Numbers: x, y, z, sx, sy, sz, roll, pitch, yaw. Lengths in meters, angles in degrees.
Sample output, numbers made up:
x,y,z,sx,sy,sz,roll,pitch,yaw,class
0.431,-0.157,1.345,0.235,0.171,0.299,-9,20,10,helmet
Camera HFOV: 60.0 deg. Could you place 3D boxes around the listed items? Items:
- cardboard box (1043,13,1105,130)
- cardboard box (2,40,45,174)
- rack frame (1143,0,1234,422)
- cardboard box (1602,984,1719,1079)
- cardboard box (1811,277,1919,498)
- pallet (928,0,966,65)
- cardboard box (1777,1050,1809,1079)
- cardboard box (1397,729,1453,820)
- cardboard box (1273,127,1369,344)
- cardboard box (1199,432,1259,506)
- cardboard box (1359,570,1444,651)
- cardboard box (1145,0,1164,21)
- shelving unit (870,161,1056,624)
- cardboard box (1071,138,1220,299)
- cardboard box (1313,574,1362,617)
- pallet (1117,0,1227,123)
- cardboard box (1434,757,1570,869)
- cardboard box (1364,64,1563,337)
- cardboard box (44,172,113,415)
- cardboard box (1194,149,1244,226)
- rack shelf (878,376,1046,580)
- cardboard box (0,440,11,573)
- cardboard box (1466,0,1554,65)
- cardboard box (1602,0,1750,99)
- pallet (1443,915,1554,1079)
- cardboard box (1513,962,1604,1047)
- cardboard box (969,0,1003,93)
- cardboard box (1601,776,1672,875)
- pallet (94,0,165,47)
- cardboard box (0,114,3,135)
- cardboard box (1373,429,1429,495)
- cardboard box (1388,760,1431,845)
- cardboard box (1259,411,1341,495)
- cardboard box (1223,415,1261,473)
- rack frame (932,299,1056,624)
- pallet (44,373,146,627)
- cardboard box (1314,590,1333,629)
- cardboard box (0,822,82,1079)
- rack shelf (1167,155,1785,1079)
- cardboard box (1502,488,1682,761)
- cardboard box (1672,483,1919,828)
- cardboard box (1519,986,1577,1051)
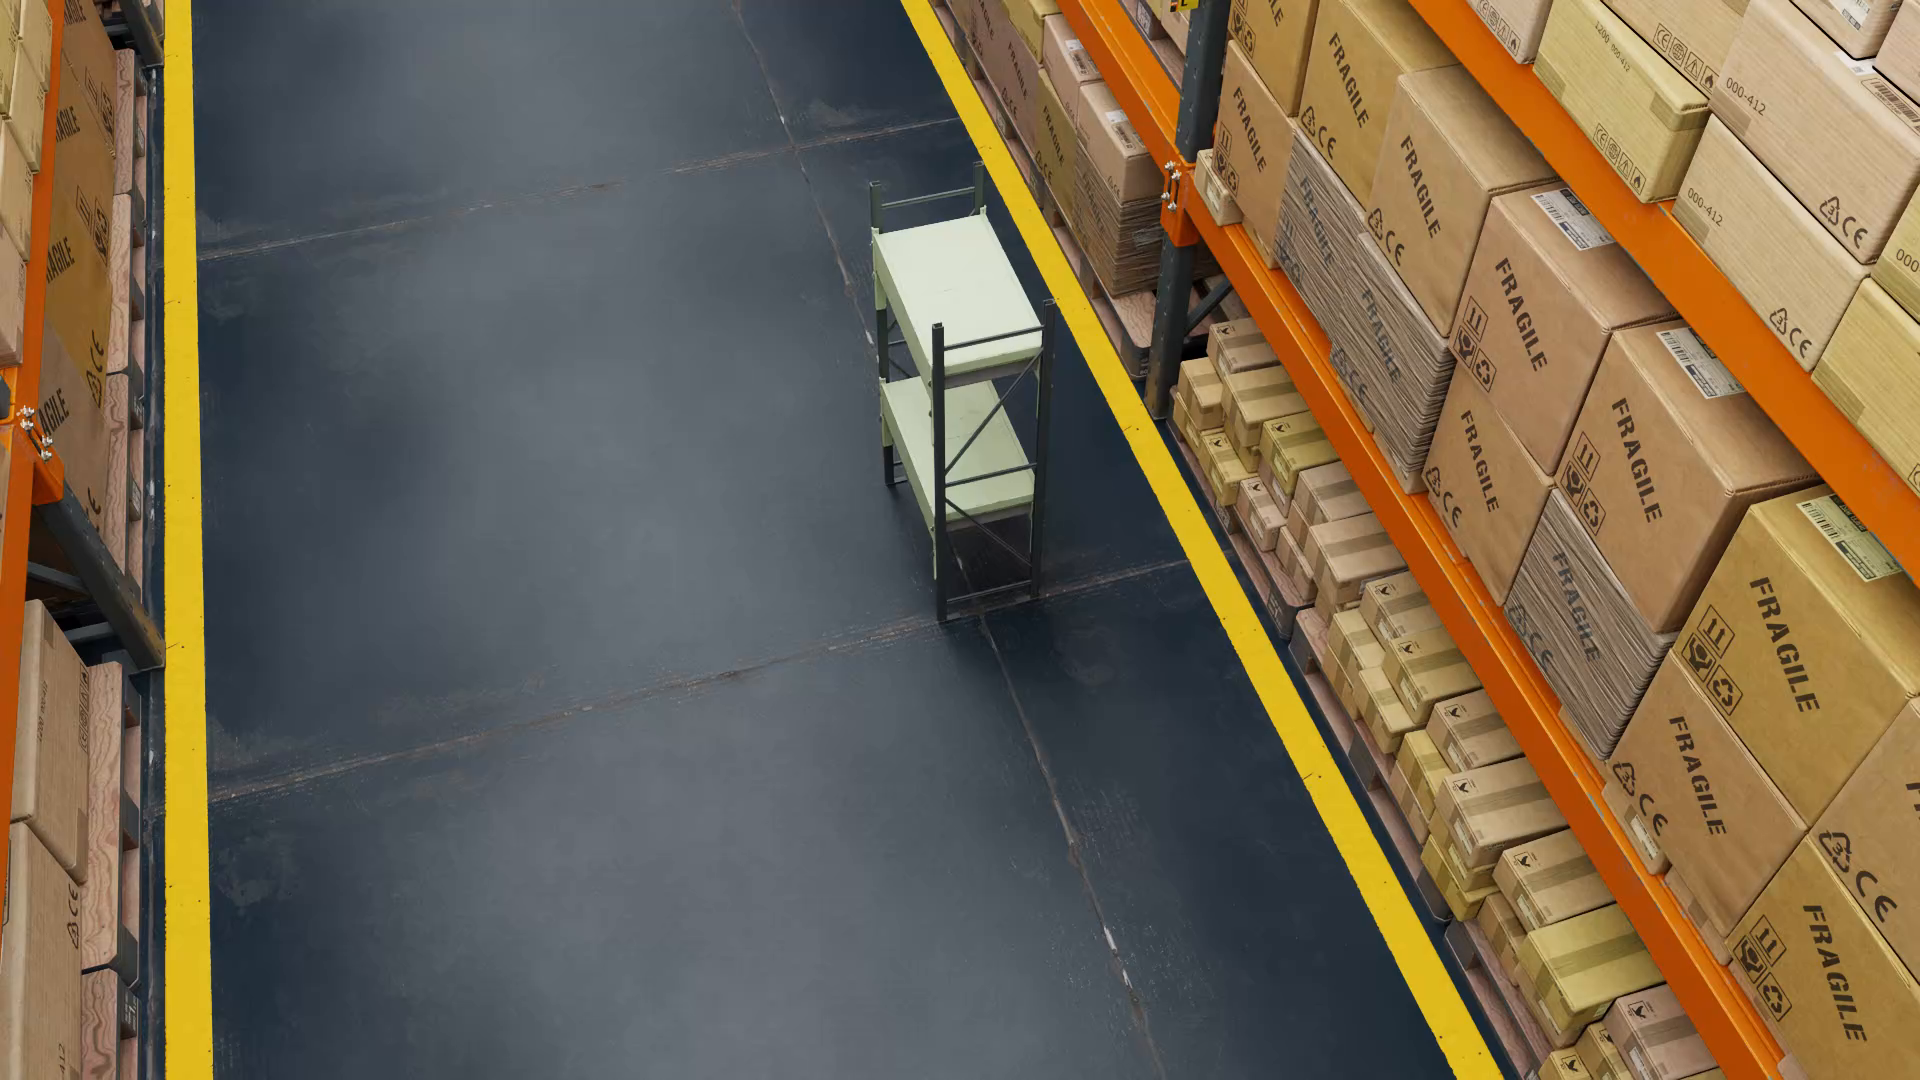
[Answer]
x,y,z,sx,sy,sz,roll,pitch,yaw,class
0.670,-2.055,7.180,0.500,0.250,0.500,-11,51,-9,cardboard box
-3.597,-1.513,5.952,0.500,0.250,0.500,-14,51,-11,cardboard box
1.271,-1.618,5.942,1.000,3.000,0.127,-13,51,-11,rack frame
2.035,1.369,4.624,0.380,0.149,0.250,-12,51,-10,cardboard box
1.908,-0.258,2.932,0.500,0.250,0.500,-13,51,-11,cardboard box
0.317,-3.070,8.989,1.003,0.211,1.213,-13,51,-11,pallet
2.087,1.210,3.722,0.380,0.149,0.250,-13,51,-11,cardboard box
1.646,0.724,5.363,0.380,0.149,0.250,-11,51,-9,cardboard box
1.330,-0.968,5.134,0.500,0.500,0.500,-13,51,-11,cardboard box
1.150,-0.302,6.422,0.380,0.149,0.250,-12,51,-10,cardboard box
1.577,0.230,5.584,0.380,0.149,0.250,-15,52,-12,cardboard box
0.887,-2.107,6.244,0.380,0.149,0.250,-13,51,-11,cardboard box
-0.002,-0.488,5.970,0.431,1.500,0.755,-13,51,-11,shelving unit
0.811,-1.431,7.145,0.500,0.500,0.500,-14,51,-12,cardboard box
1.475,0.145,5.851,0.380,0.149,0.250,-11,51,-9,cardboard box
1.184,-2.147,6.513,1.003,0.211,1.213,-13,51,-11,pallet
1.689,0.822,5.086,0.380,0.149,0.250,-12,51,-10,cardboard box
1.459,-0.934,4.451,0.500,0.500,0.500,-13,51,-10,cardboard box
-3.962,-0.968,6.509,0.875,0.875,0.875,-12,51,-10,cardboard box
1.042,-1.256,5.801,0.380,0.149,0.250,-12,51,-10,cardboard box
-0.002,-0.278,6.220,0.431,0.370,0.720,-13,51,-11,rack shelf
-3.047,-0.176,4.661,0.500,0.500,0.500,-13,51,-11,cardboard box
1.448,-1.390,3.886,0.500,0.250,0.500,-11,51,-9,cardboard box
1.635,-1.174,3.377,0.500,0.250,0.500,-15,52,-13,cardboard box
2.225,1.545,5.099,1.003,0.211,1.213,-13,51,-11,pallet
1.869,1.291,4.885,0.380,0.149,0.250,-15,52,-12,cardboard box
0.361,-2.555,8.092,0.500,0.500,0.500,-14,51,-12,cardboard box
1.863,0.659,4.186,0.380,0.149,0.250,-12,51,-10,cardboard box
-4.841,-3.019,8.946,1.003,0.211,1.213,-13,51,-11,pallet
-3.470,-1.297,5.443,0.500,0.250,0.500,-13,51,-10,cardboard box
1.478,-0.305,4.999,0.380,0.149,0.250,-11,51,-9,cardboard box
1.648,0.819,5.478,0.380,0.149,0.250,-12,51,-10,cardboard box
1.321,-0.340,6.065,0.380,0.149,0.250,-14,51,-11,cardboard box
1.233,-0.429,6.335,0.380,0.149,0.250,-13,51,-11,cardboard box
0.106,-0.221,5.745,0.400,1.500,0.023,-13,51,-11,rack frame
-3.728,-0.073,6.463,1.003,0.211,1.213,-13,51,-11,pallet
1.509,0.231,5.973,0.380,0.149,0.250,-15,52,-13,cardboard box
-3.080,1.402,4.797,0.875,0.438,0.875,-15,51,-12,cardboard box
1.862,0.075,4.985,1.077,0.370,4.000,-13,51,-11,rack shelf
1.768,0.160,4.183,0.500,0.500,0.500,-13,51,-11,cardboard box
1.931,0.205,3.491,0.500,0.500,0.500,-15,51,-12,cardboard box
1.930,1.372,5.011,0.380,0.149,0.250,-14,51,-11,cardboard box
